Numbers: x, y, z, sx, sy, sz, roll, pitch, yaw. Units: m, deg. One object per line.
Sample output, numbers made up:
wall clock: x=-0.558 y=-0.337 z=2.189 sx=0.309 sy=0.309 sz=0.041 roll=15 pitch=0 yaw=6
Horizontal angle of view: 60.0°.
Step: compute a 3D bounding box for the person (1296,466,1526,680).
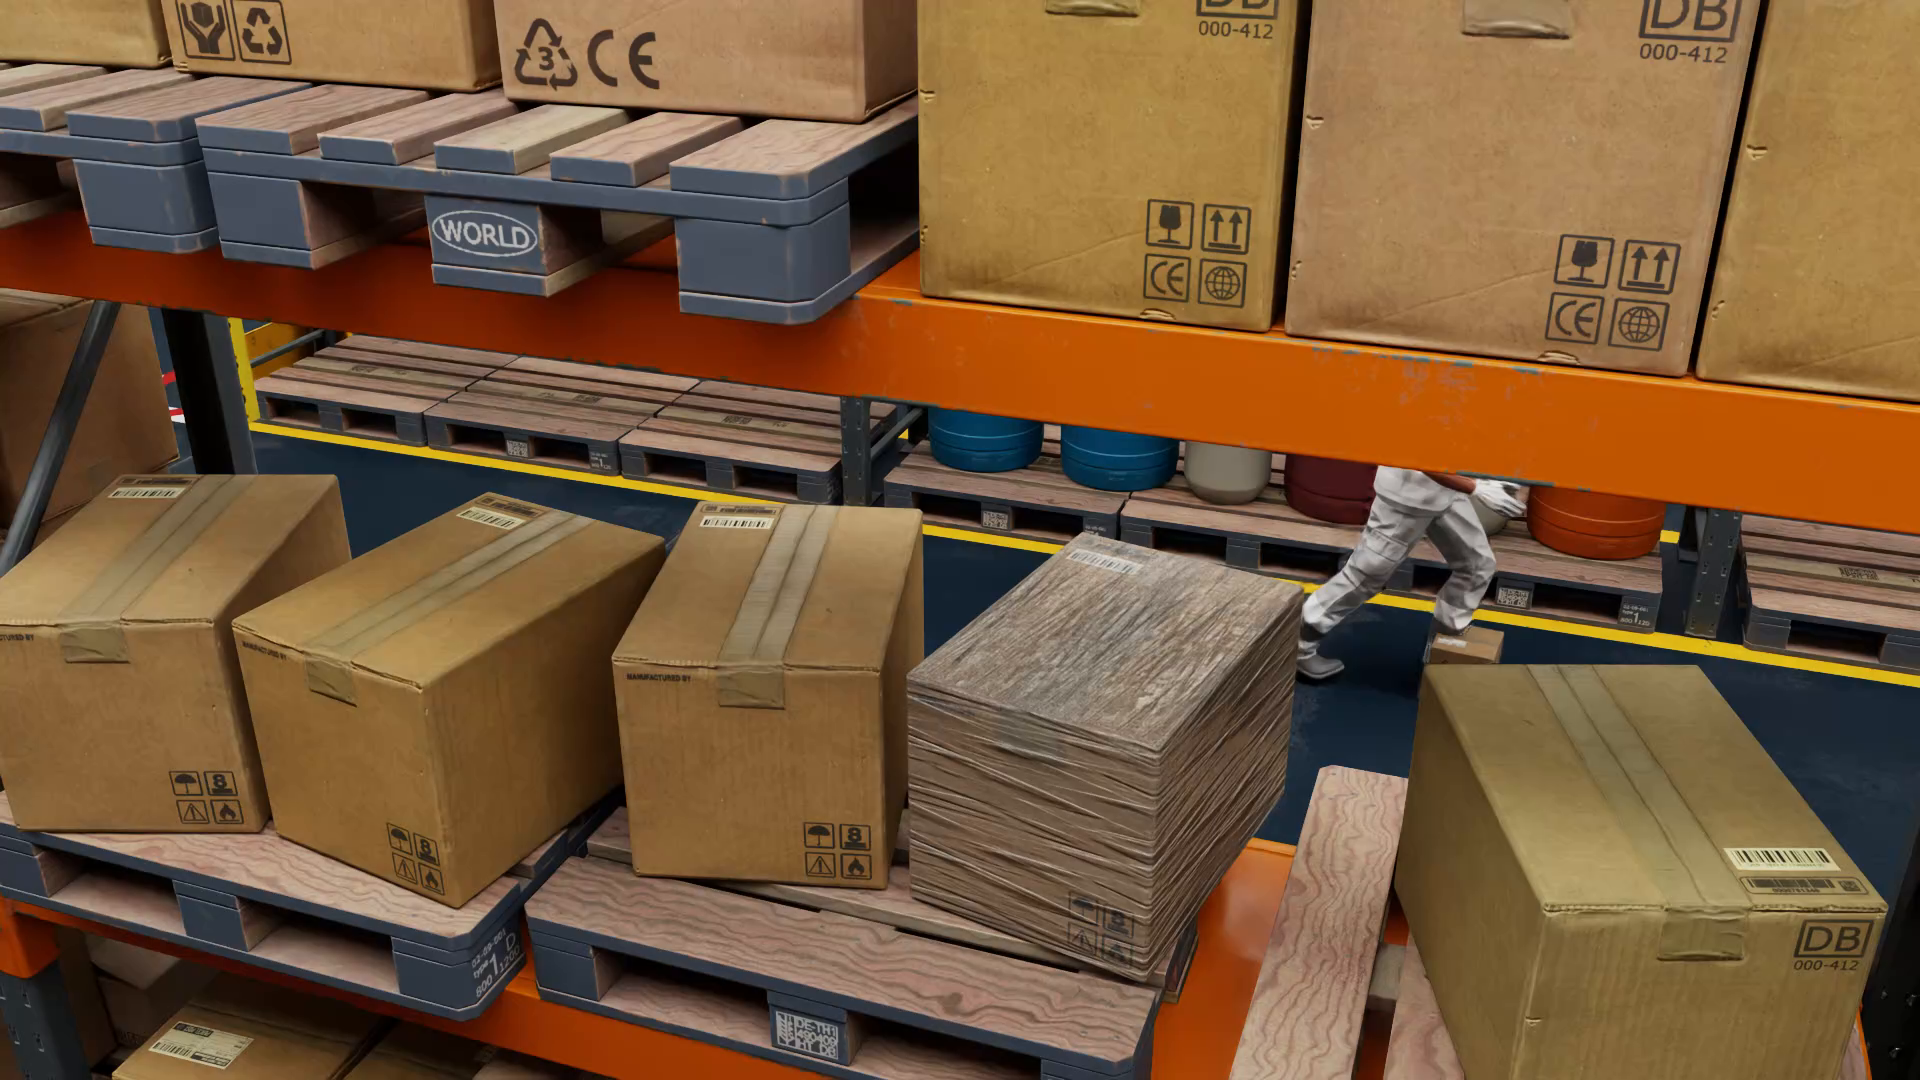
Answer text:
person: x=1.780 y=-0.204 z=6.554 sx=0.909 sy=1.703 sz=0.674 roll=12 pitch=28 yaw=24
